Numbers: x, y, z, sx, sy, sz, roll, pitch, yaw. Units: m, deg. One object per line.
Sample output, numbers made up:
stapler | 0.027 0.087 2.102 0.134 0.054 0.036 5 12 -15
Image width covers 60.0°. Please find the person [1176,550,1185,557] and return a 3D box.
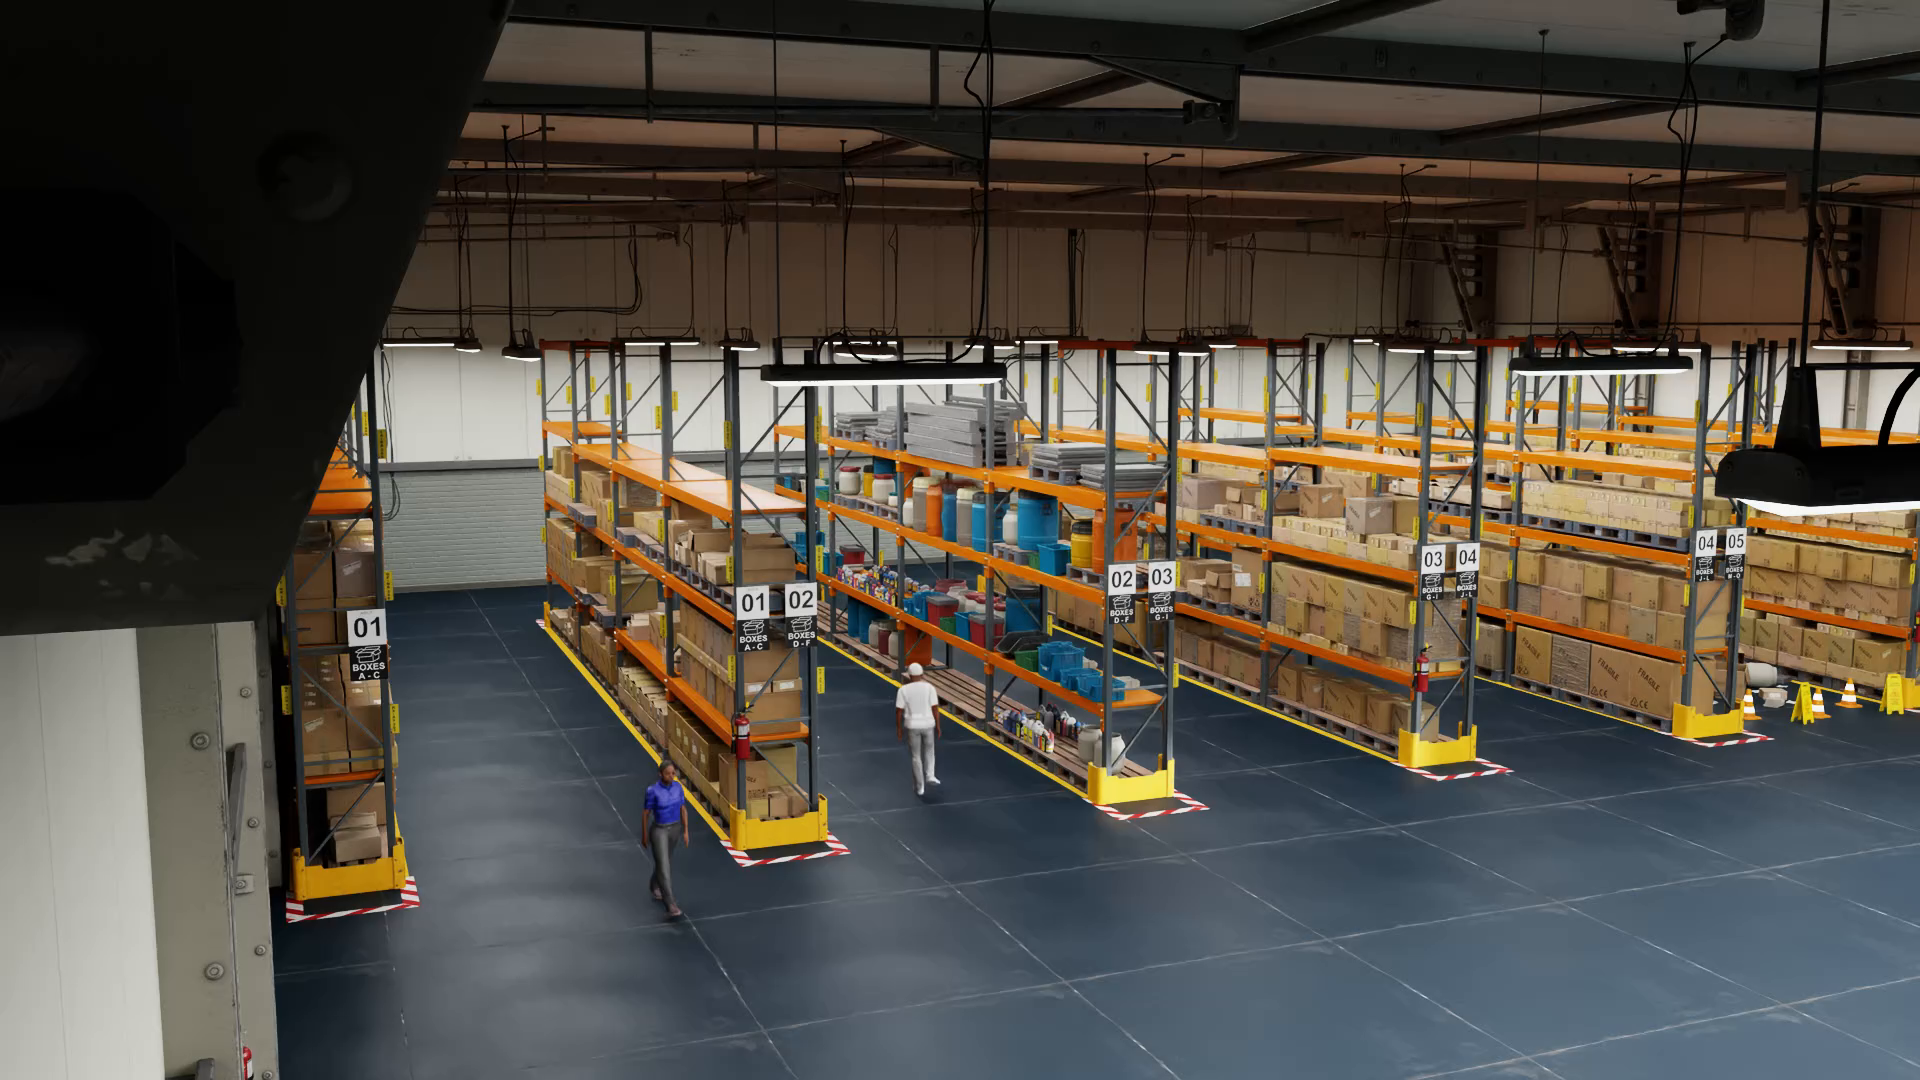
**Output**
person | 4.553 1.003 34.603 0.562 1.615 1.034 -2 8 -18

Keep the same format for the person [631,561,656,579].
person | -6.872 0.782 36.330 0.673 1.685 0.645 -2 8 -15

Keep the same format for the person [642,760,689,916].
person | -3.165 3.187 18.005 0.500 1.593 0.961 -7 10 -44

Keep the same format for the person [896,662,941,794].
person | -0.568 2.533 22.499 0.600 1.754 0.476 -1 8 -9
